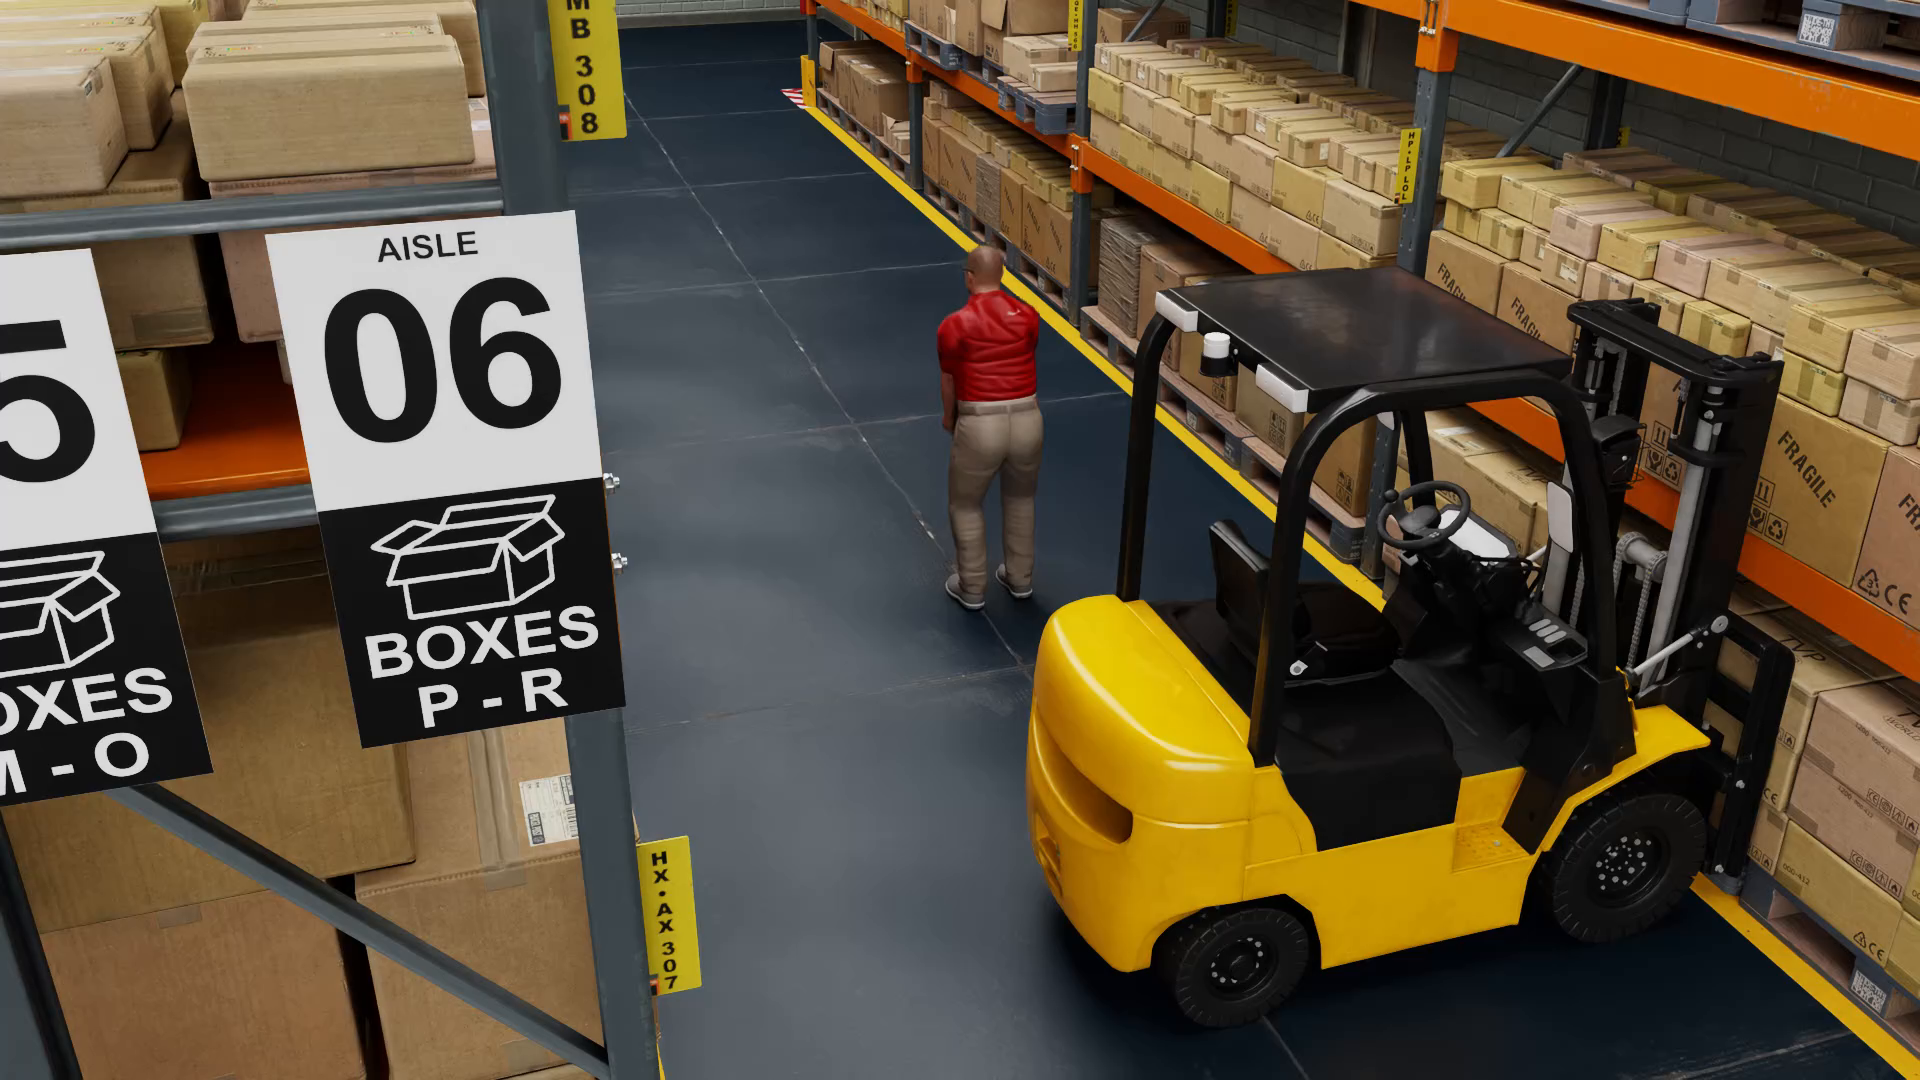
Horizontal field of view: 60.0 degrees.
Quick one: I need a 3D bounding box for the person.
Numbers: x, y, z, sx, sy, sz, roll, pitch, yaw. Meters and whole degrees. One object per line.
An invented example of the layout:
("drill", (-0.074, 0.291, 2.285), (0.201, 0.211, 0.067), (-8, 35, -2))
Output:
("person", (0.125, -0.528, 7.736), (0.485, 1.711, 0.570), (-9, 27, -17))
